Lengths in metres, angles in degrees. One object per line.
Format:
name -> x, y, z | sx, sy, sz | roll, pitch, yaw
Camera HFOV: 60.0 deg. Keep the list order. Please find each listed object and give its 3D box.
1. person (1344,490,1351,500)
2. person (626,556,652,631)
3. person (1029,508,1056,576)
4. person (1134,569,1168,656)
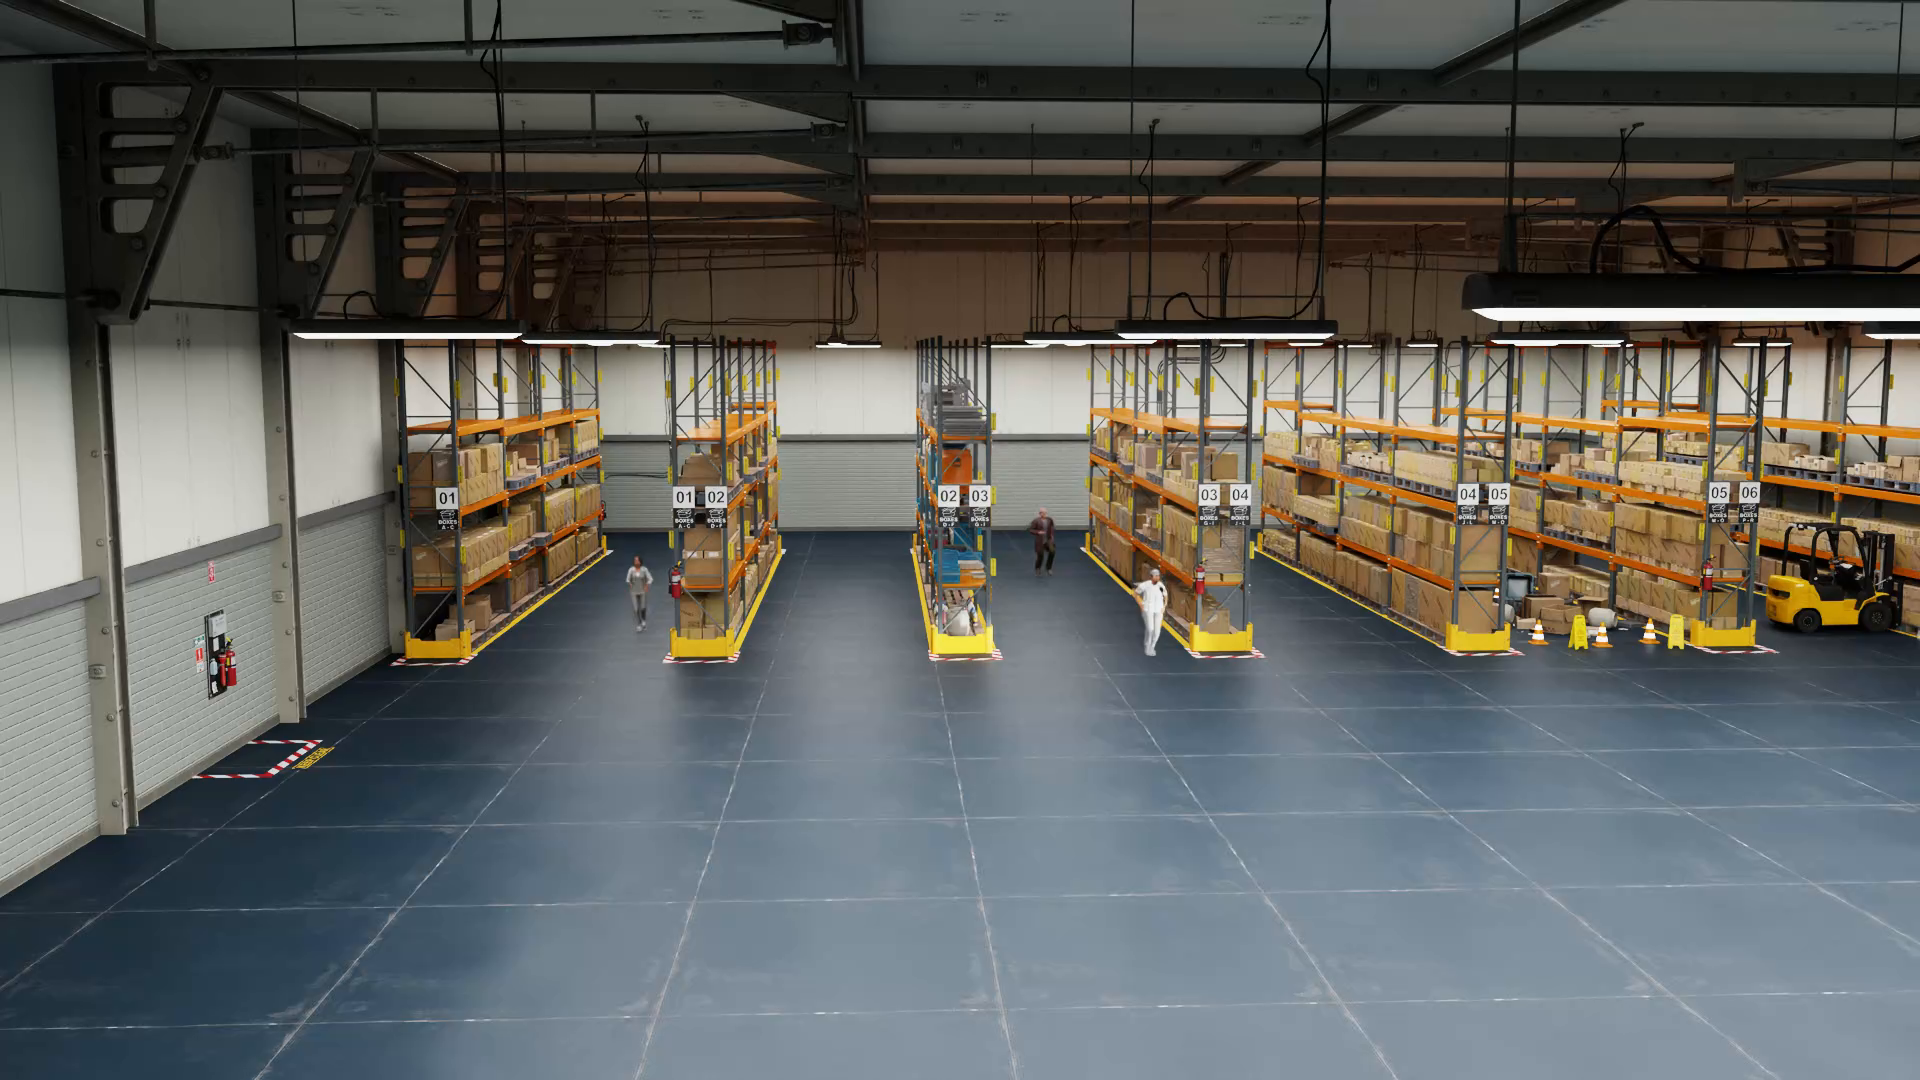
person -> 10.933, -0.490, 47.003 | 0.669, 1.828, 0.766 | -2, 7, -19
person -> -6.536, 1.103, 33.824 | 0.524, 1.553, 0.537 | -1, 7, -6
person -> 2.046, 0.024, 41.258 | 0.697, 1.668, 0.966 | -1, 7, -12
person -> 3.628, 1.363, 31.269 | 0.625, 1.636, 0.600 | -2, 7, -13
